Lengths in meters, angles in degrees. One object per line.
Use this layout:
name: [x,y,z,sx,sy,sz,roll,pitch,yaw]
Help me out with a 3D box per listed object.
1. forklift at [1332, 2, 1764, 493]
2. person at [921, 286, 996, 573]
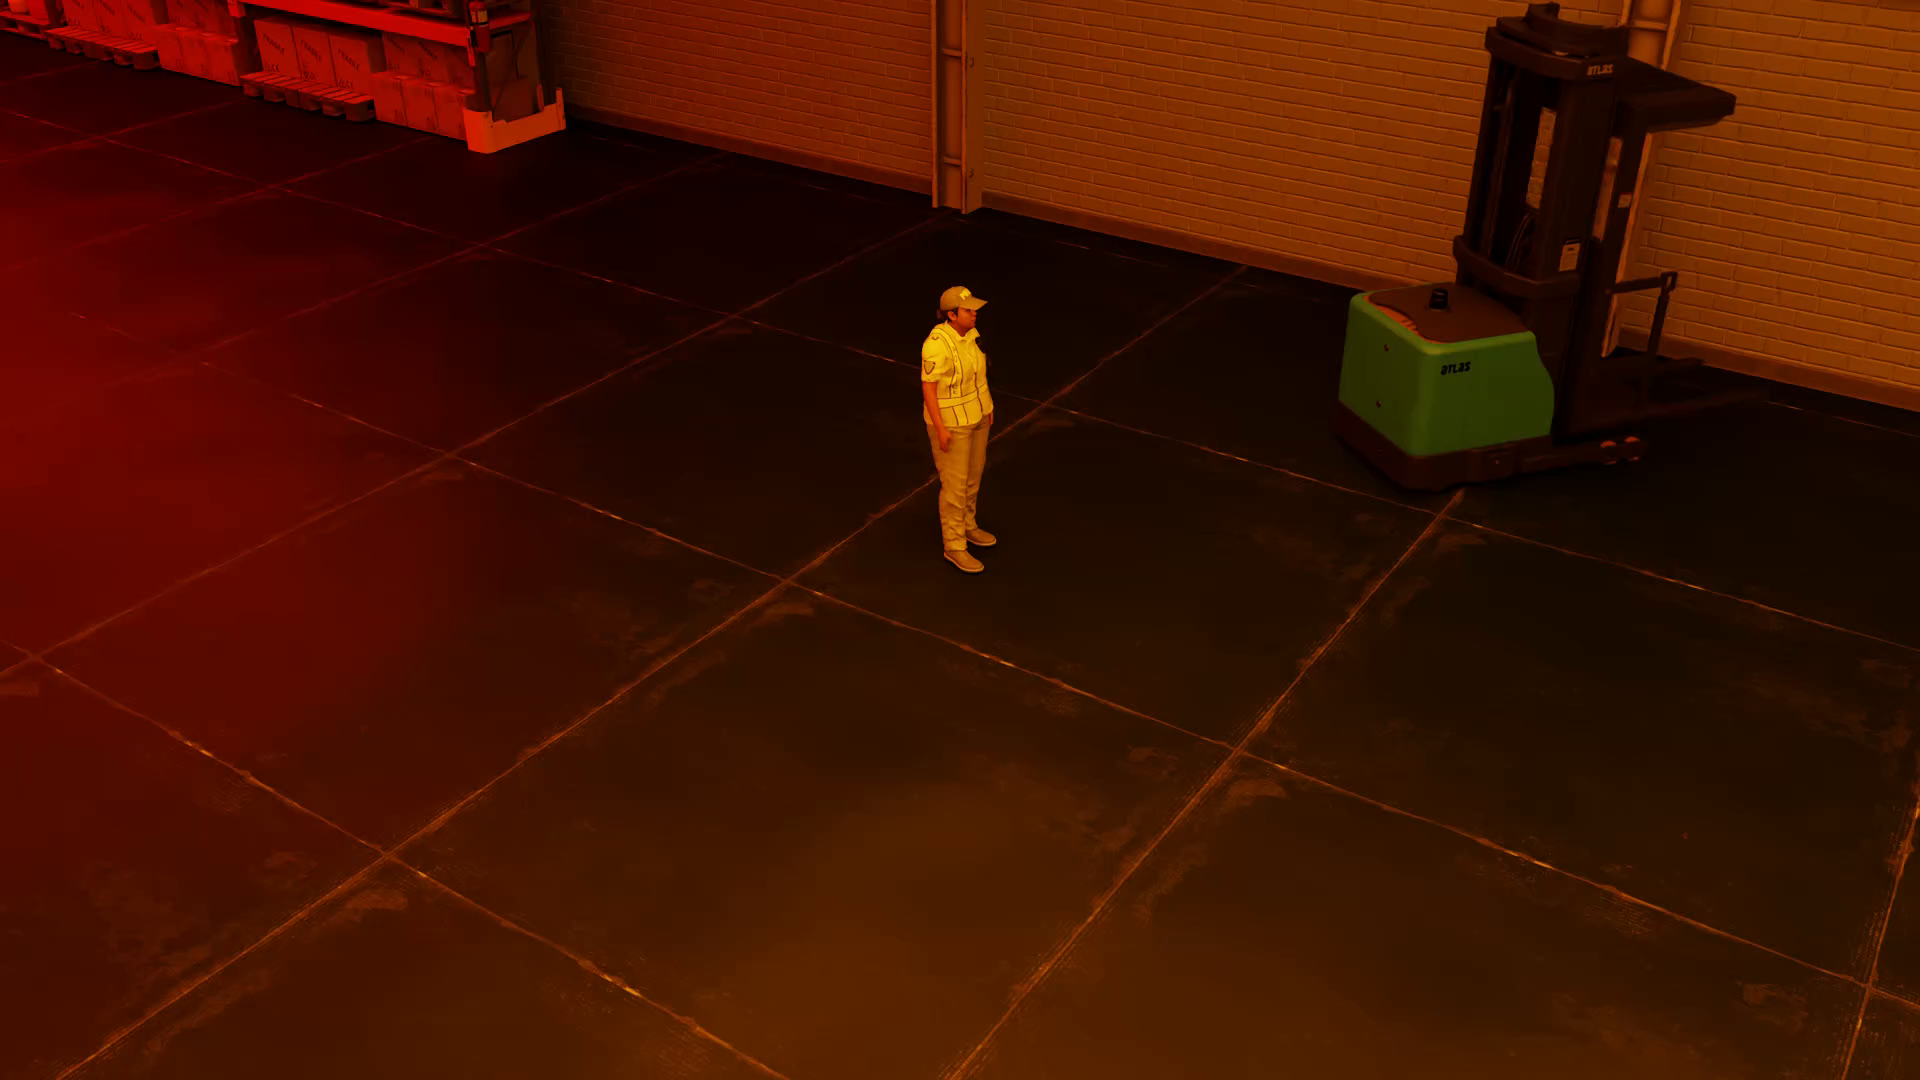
forklift: [4.189,-2.018,11.056,3.031,2.935,1.130,-10,32,-17]
person: [0.052,-0.696,10.023,0.525,1.670,0.598,19,35,29]
